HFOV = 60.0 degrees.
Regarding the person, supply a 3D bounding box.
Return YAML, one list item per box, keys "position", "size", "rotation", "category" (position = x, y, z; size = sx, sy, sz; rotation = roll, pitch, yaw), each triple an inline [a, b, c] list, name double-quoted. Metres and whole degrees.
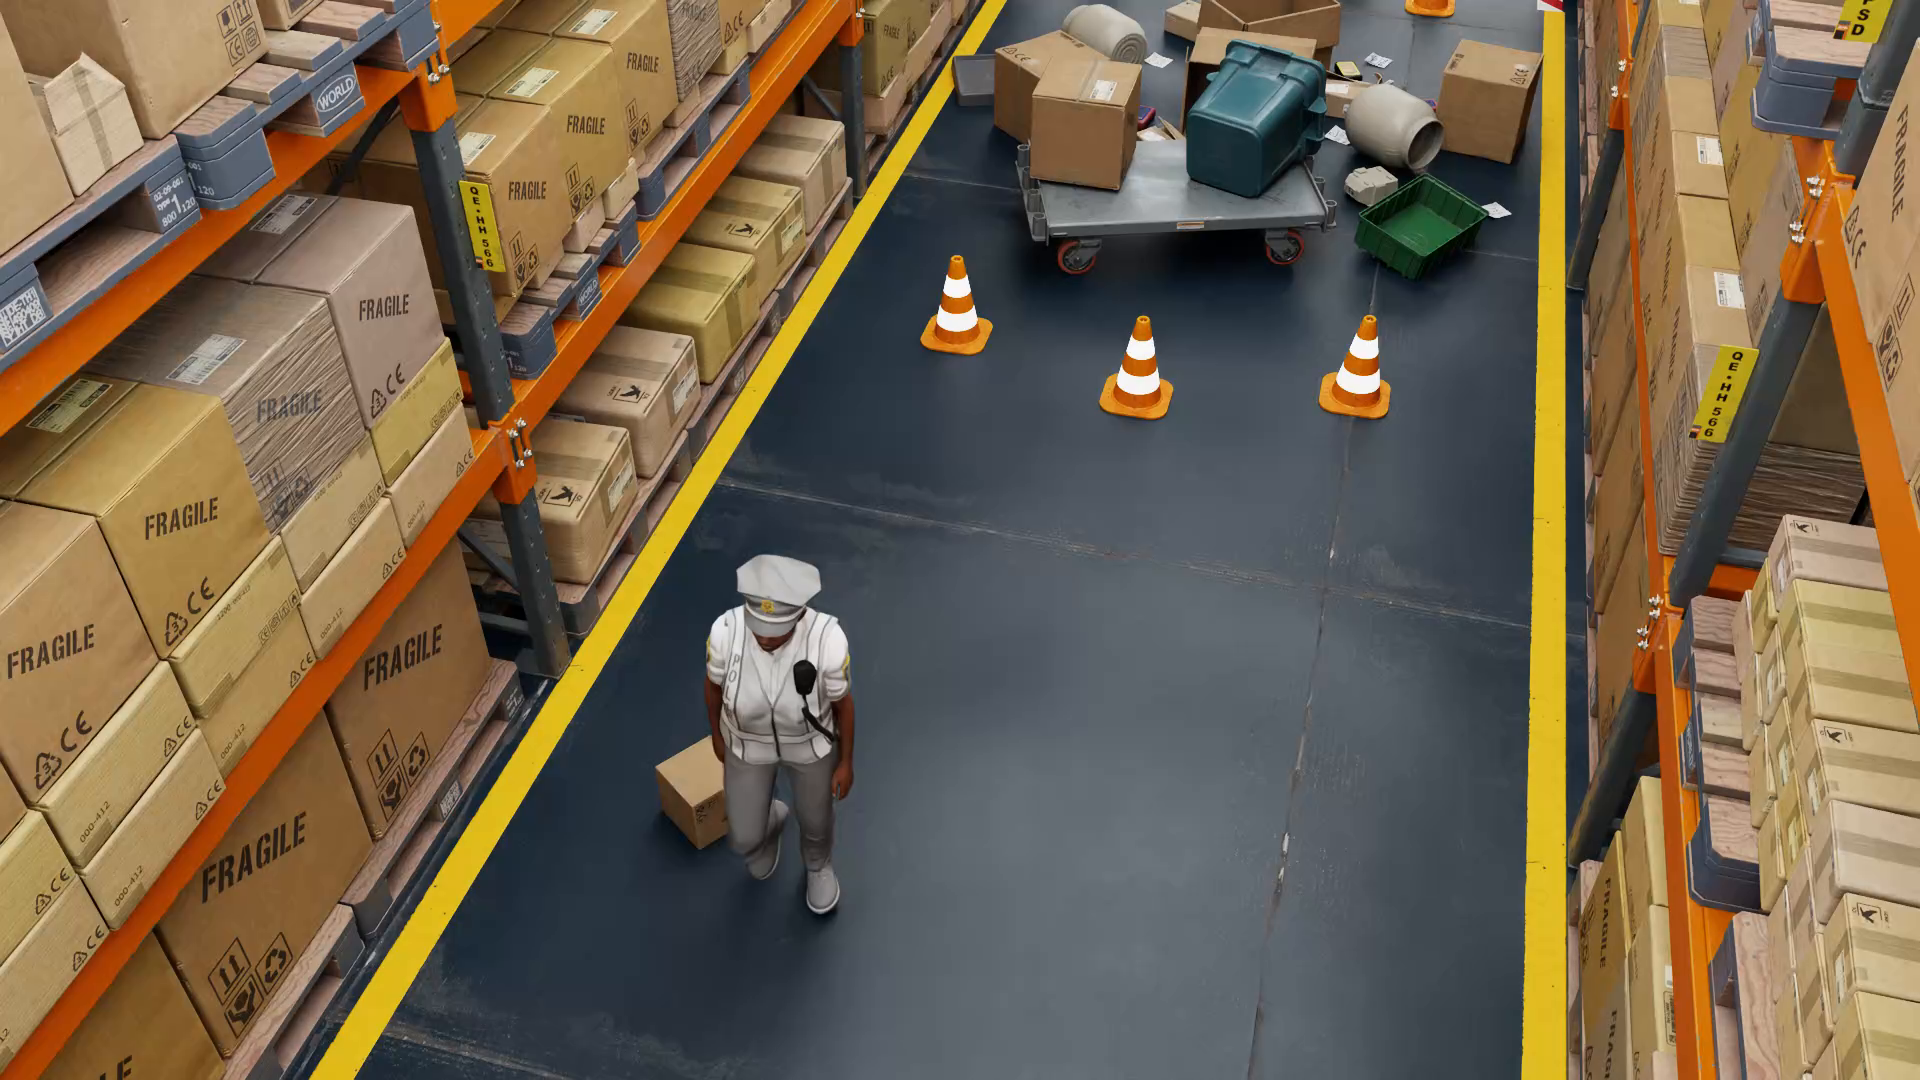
- position: [-0.571, 0.639, 5.395]
  size: [0.476, 1.654, 0.494]
  rotation: [-1, 41, -1]
  category: "person"
